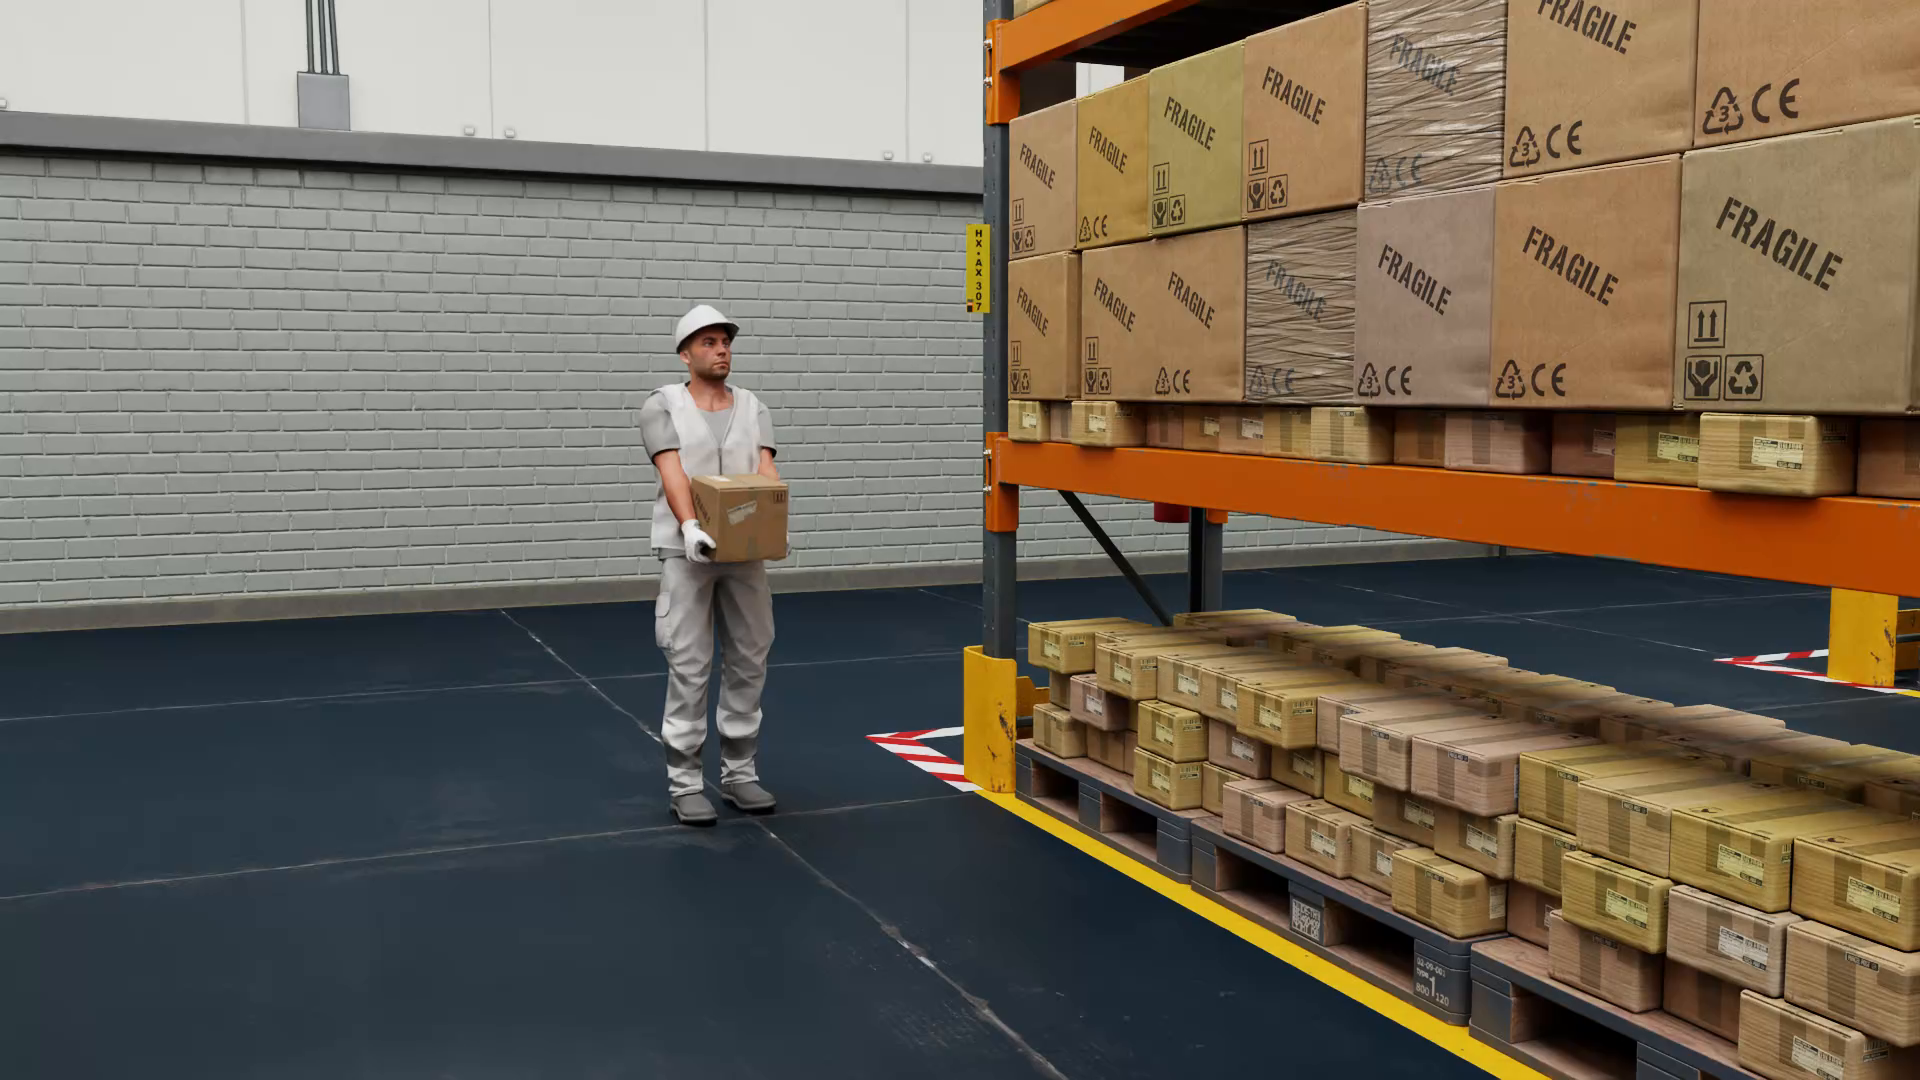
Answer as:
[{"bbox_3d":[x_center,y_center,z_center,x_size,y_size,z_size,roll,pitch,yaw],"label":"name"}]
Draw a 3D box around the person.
[{"bbox_3d":[-0.822,0.077,5.777,0.494,1.783,0.573,-3,6,-30],"label":"person"}]
